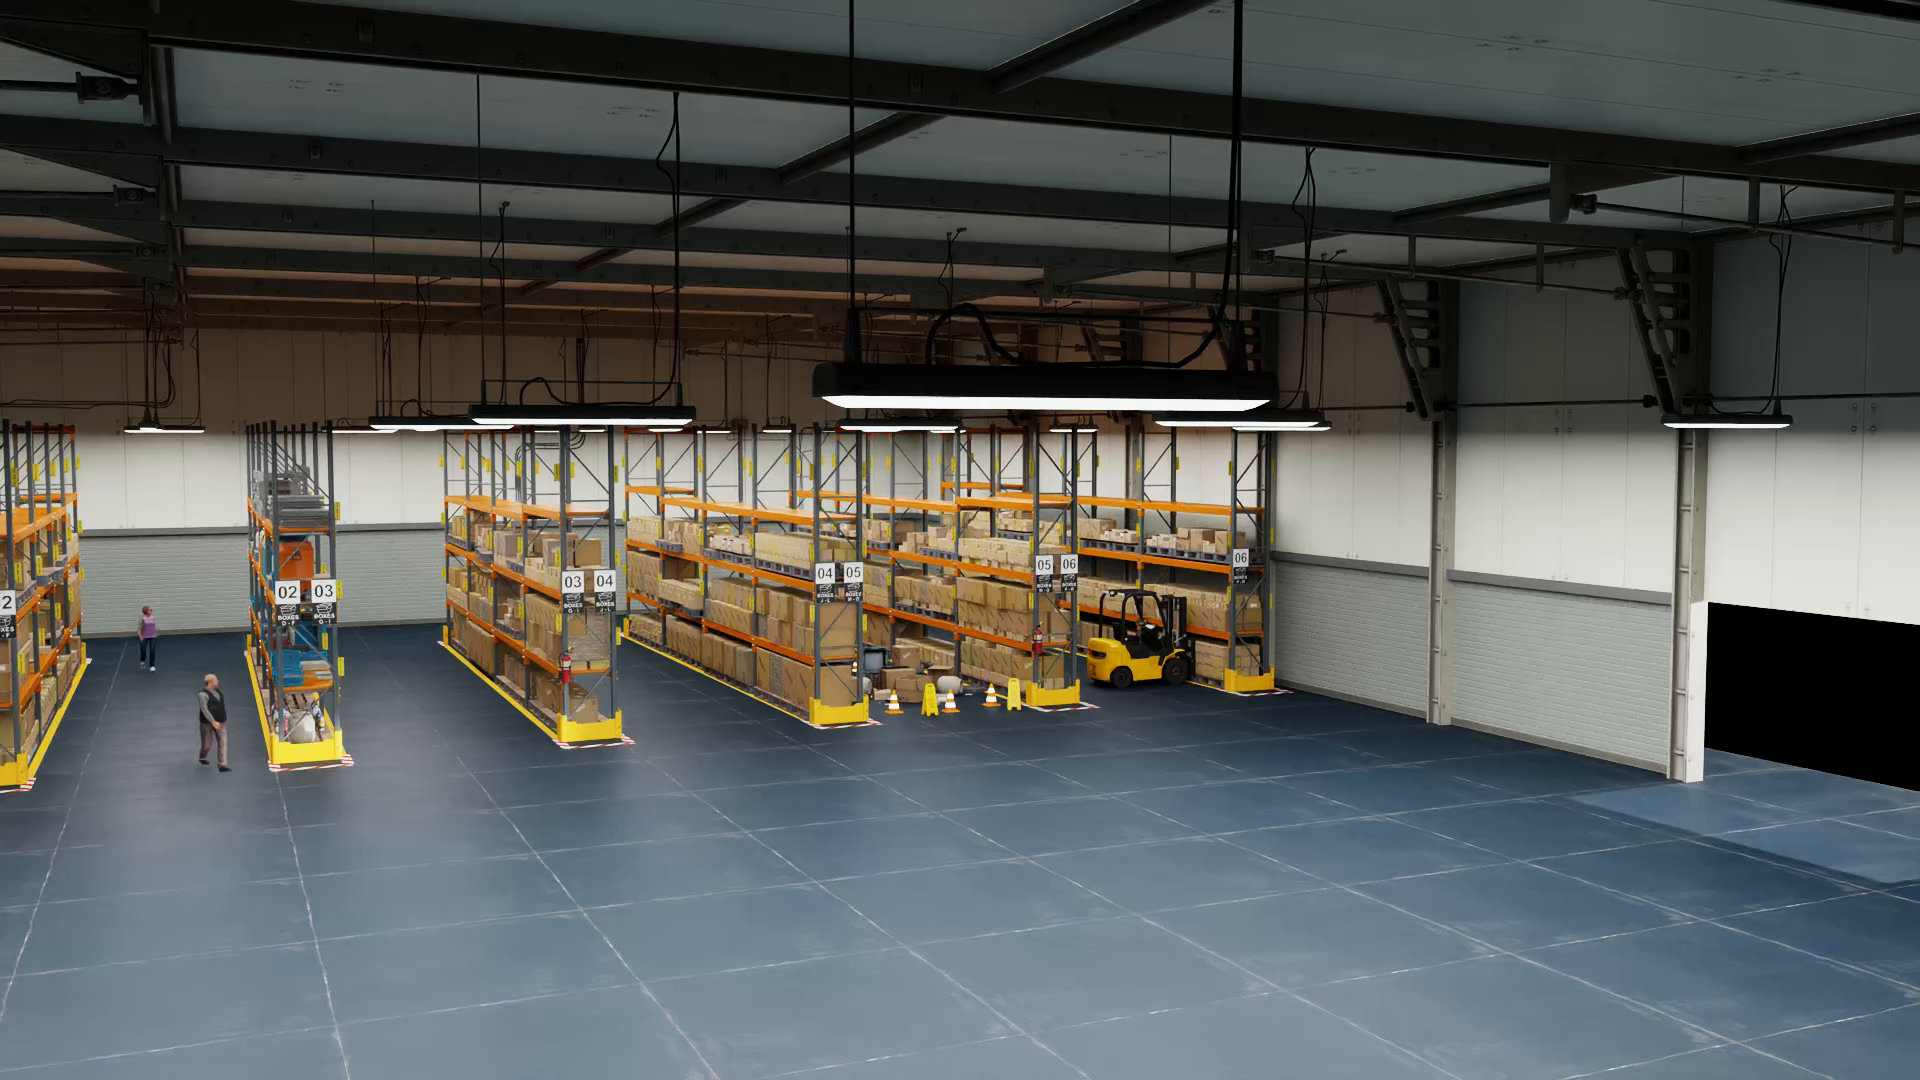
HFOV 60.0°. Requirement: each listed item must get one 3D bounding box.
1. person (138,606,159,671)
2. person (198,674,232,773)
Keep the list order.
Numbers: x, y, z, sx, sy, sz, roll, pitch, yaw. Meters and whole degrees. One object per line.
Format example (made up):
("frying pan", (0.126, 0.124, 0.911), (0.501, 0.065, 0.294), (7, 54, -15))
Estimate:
("person", (-19.760, 2.388, 40.470), (0.459, 1.594, 0.479), (-2, 4, -30))
("person", (-12.740, 3.128, 28.416), (0.492, 1.656, 1.016), (-3, 5, -44))
